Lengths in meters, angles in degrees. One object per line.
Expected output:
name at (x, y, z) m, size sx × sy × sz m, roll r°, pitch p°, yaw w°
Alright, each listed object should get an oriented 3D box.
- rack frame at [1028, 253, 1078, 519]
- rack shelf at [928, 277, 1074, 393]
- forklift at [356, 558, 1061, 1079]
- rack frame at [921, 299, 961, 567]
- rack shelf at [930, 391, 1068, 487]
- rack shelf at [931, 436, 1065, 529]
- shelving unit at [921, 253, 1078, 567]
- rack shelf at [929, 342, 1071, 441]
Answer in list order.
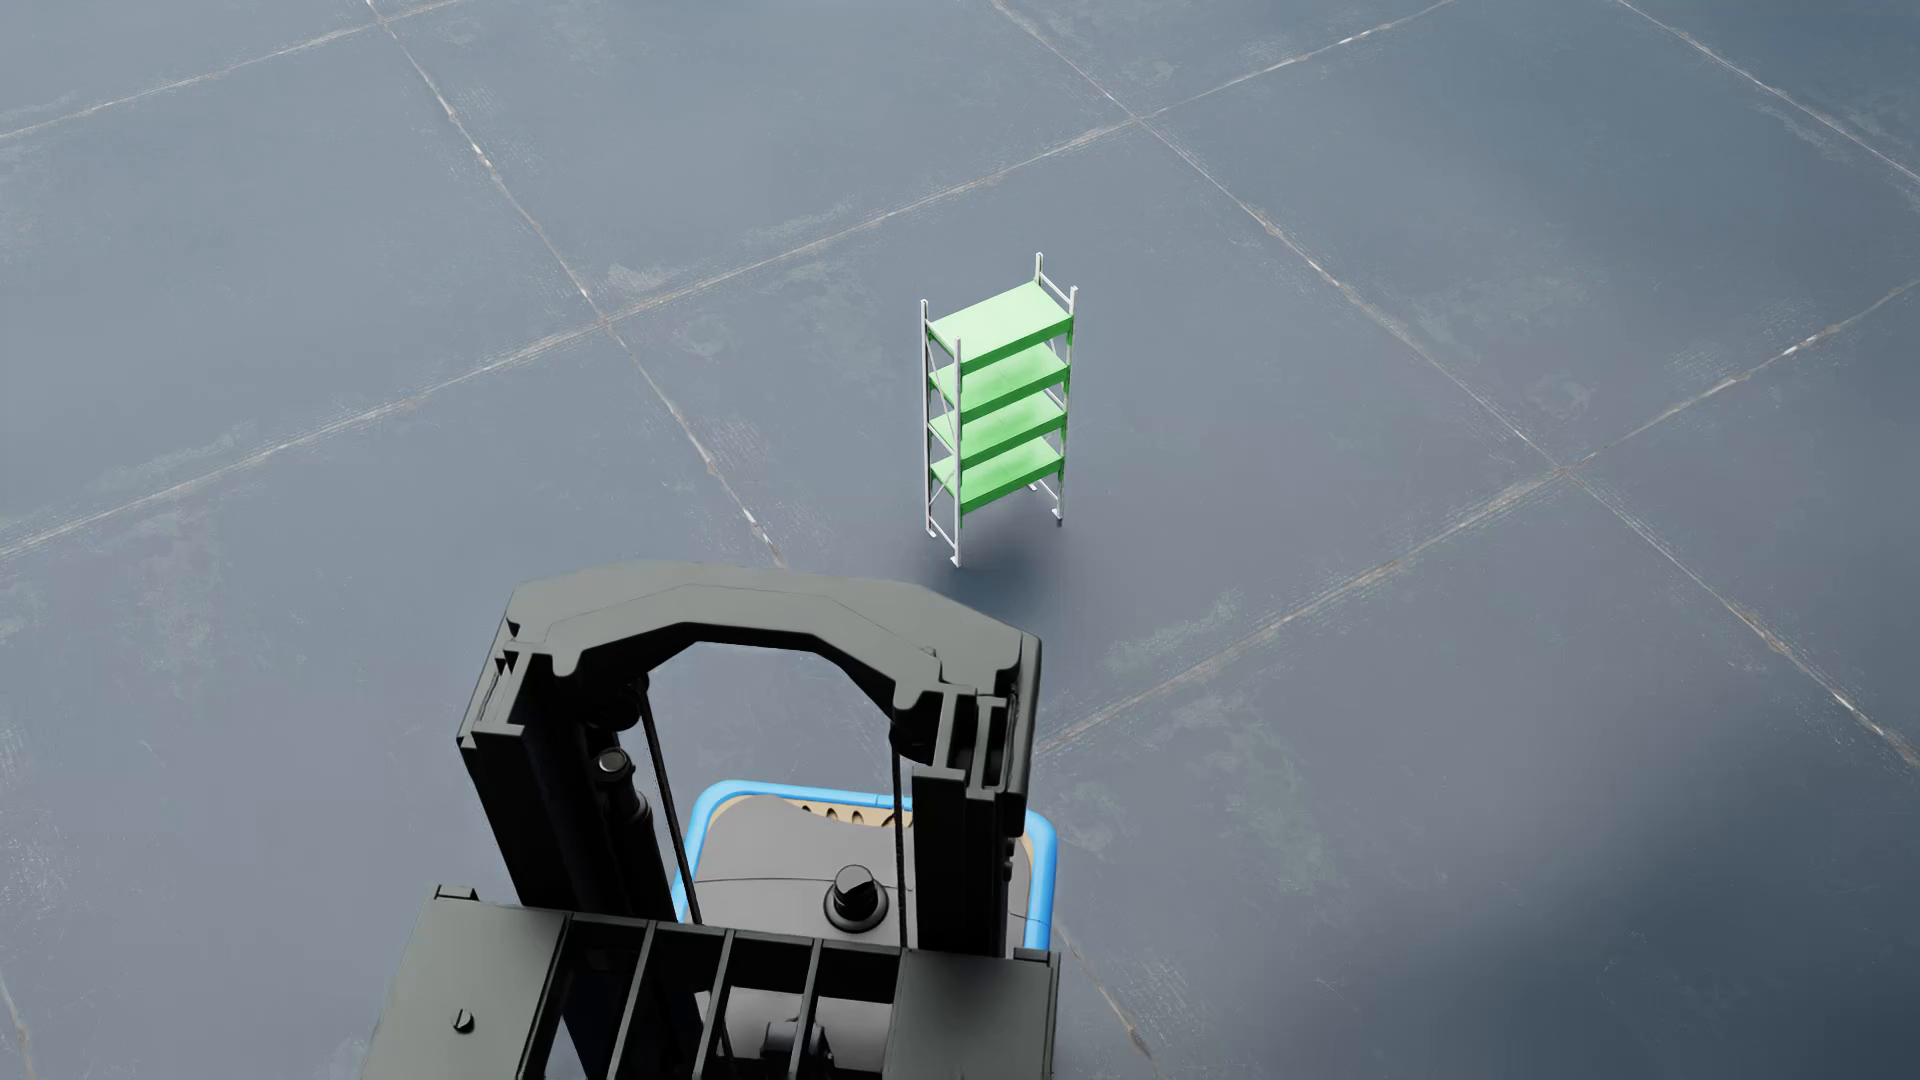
rack frame at (0.346, -0.562, 6.393) m, size 0.015 × 1.200 × 0.240 m, roll -25°, pitch 53°, yaw -21°
rack shelf at (0.140, -0.742, 5.995) m, size 0.480 × 0.148 × 0.258 m, roll -25°, pitch 53°, yaw -21°
forklift at (-0.406, 1.544, 3.358) m, size 1.130 × 2.935 × 3.031 m, roll 5°, pitch 49°, yaw 5°
rack frame at (-0.066, -0.368, 6.219) m, size 0.015 × 1.200 × 0.240 m, roll -25°, pitch 53°, yaw -21°
rack shelf at (0.140, -0.423, 6.354) m, size 0.480 × 0.148 × 0.258 m, roll -25°, pitch 53°, yaw -21°
rack shelf at (0.140, -0.263, 6.533) m, size 0.480 × 0.148 × 0.258 m, roll -25°, pitch 53°, yaw -21°
shelving unit at (0.140, -0.465, 6.306) m, size 0.503 × 1.200 × 0.258 m, roll -25°, pitch 53°, yaw -21°
rack shelf at (0.140, -0.582, 6.174) m, size 0.480 × 0.148 × 0.258 m, roll -25°, pitch 53°, yaw -21°
